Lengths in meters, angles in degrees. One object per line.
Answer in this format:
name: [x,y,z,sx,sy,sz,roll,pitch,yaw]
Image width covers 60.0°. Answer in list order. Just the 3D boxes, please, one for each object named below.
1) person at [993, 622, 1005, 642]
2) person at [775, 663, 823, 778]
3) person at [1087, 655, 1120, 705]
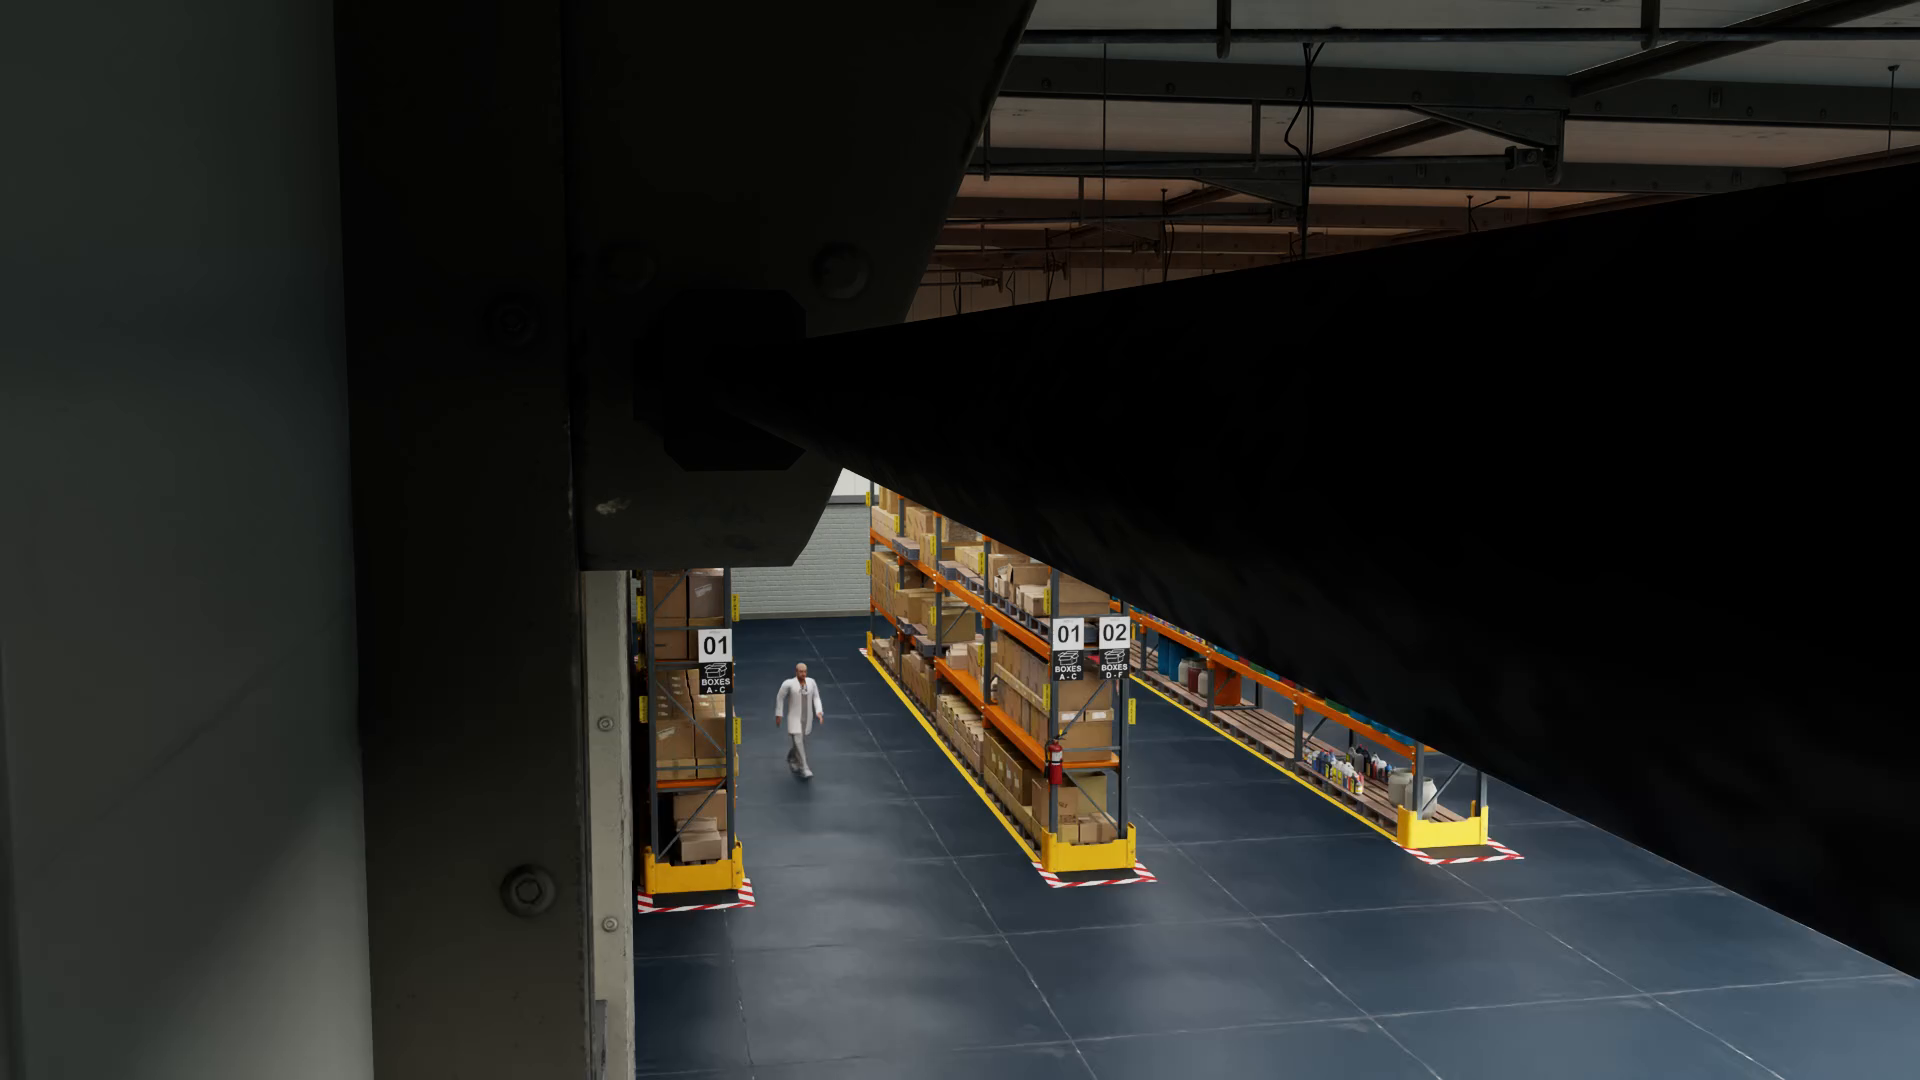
person: [0.821,1.808,35.370,0.513,1.625,1.049,-1,6,-11]
person: [-2.464,2.774,25.729,0.668,1.764,1.106,-5,8,-38]
person: [2.423,2.552,28.229,0.585,1.791,0.553,-1,6,-10]
